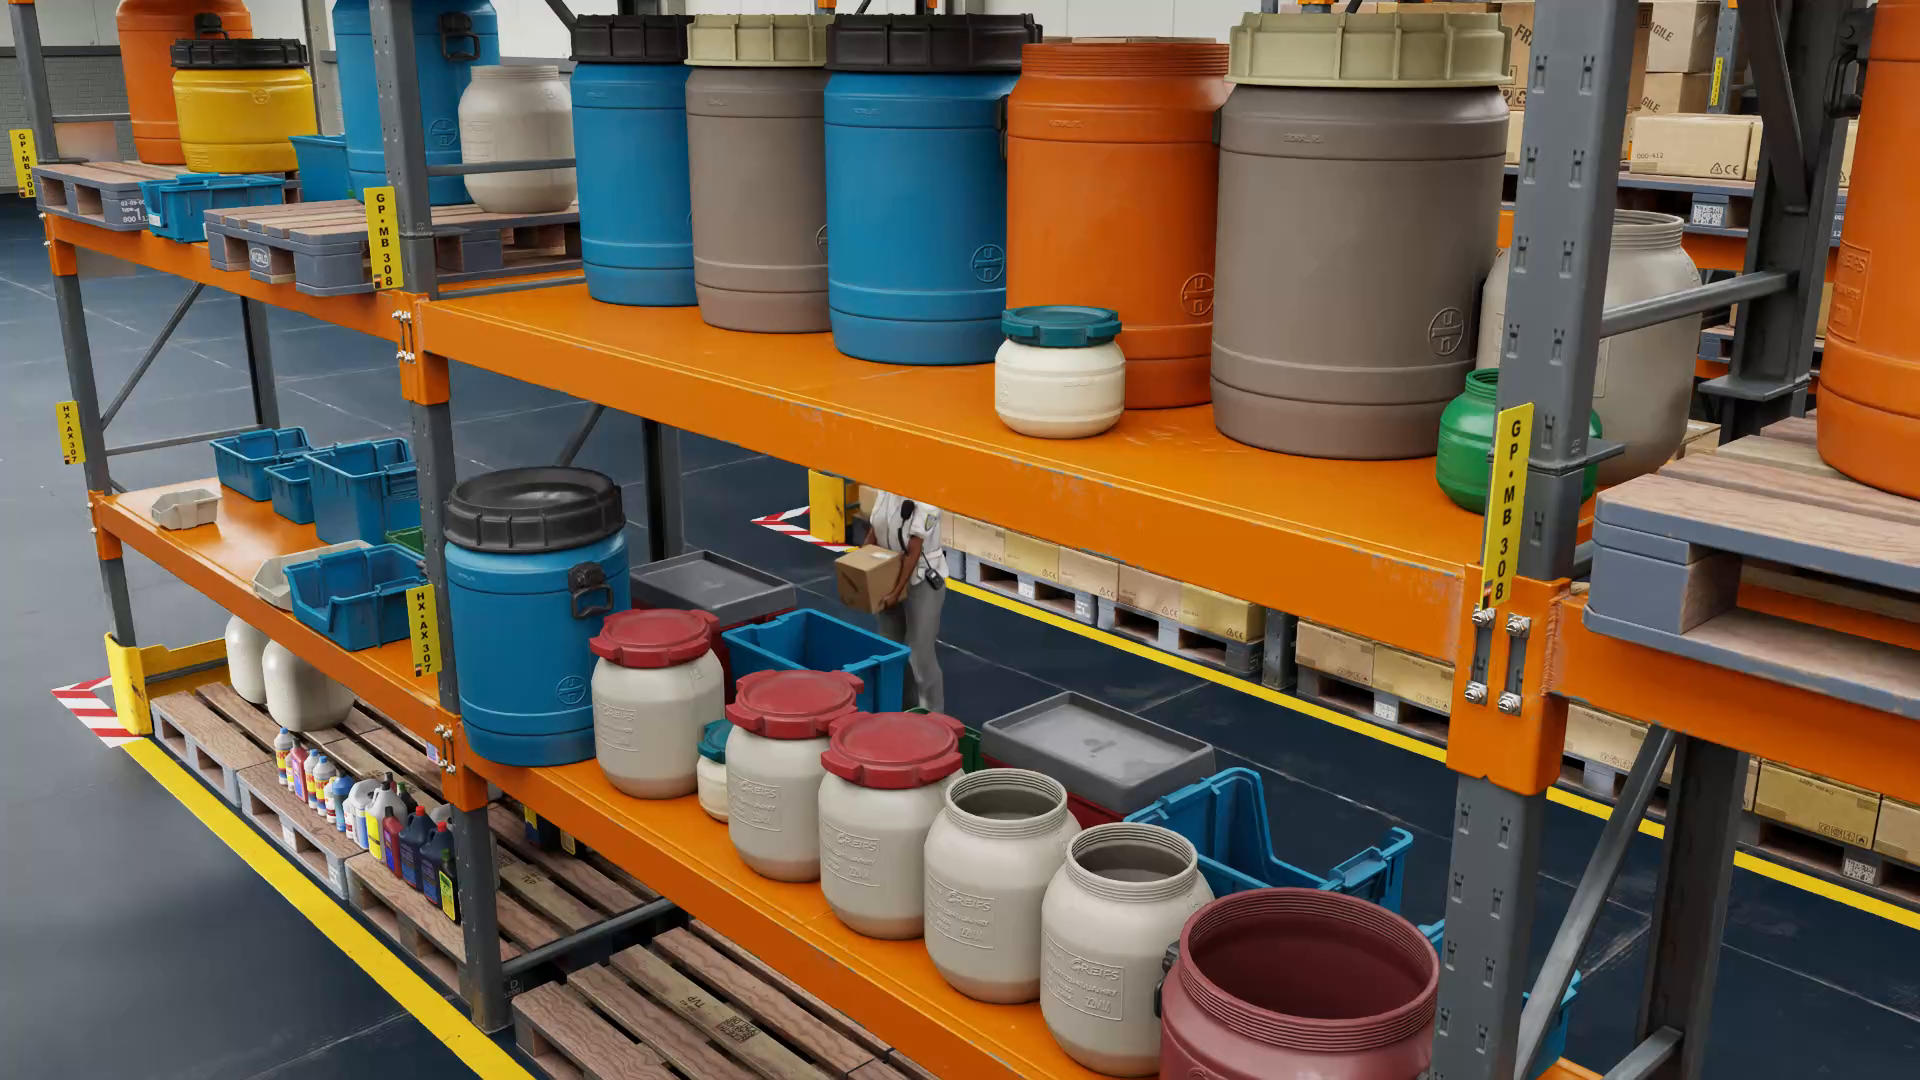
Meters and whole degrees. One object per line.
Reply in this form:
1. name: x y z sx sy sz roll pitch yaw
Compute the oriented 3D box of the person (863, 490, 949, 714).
1. person: -0.317 0.255 8.715 0.531 1.685 0.416 -16 24 -42
